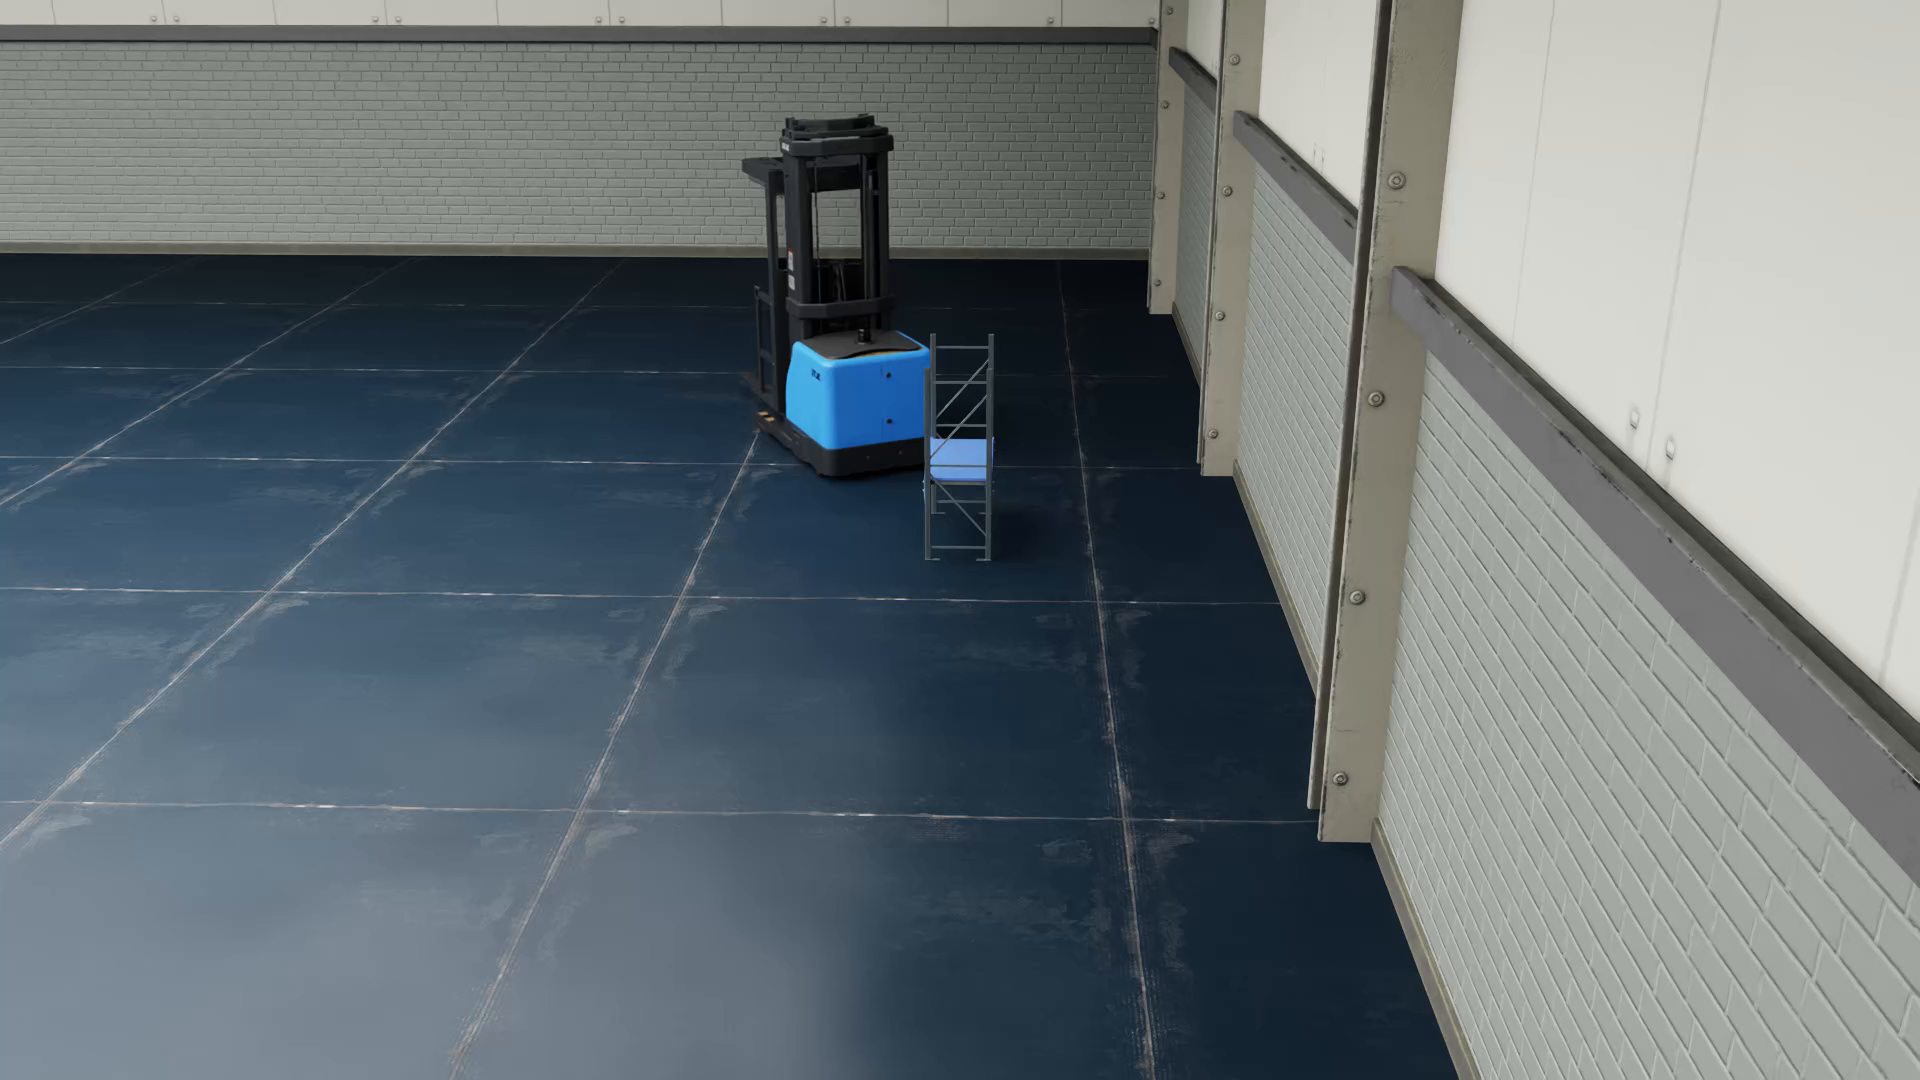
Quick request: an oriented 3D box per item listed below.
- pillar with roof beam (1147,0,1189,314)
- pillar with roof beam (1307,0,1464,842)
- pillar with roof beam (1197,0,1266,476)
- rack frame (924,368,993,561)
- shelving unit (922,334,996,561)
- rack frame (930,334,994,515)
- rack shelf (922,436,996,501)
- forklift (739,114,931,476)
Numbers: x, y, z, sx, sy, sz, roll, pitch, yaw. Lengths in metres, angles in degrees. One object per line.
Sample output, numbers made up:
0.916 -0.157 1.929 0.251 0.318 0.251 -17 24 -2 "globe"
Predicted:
-1.860 -7.042 18.737 9.100 9.000 0.400 1 21 2 "pillar with roof beam"
-2.225 -2.703 7.554 9.100 9.000 0.400 1 21 2 "pillar with roof beam"
-2.042 -4.872 13.146 9.100 9.000 0.400 1 21 2 "pillar with roof beam"
-0.013 -0.546 12.363 0.500 1.500 0.032 1 21 2 "rack frame"
0.003 -0.730 12.837 0.538 1.500 1.048 1 21 2 "shelving unit"
0.018 -0.914 13.311 0.500 1.500 0.032 1 21 2 "rack frame"
0.003 -0.562 12.902 0.538 0.185 1.000 1 21 2 "rack shelf"
-1.293 -2.408 15.182 1.130 2.935 3.031 -9 23 -23 "forklift"
